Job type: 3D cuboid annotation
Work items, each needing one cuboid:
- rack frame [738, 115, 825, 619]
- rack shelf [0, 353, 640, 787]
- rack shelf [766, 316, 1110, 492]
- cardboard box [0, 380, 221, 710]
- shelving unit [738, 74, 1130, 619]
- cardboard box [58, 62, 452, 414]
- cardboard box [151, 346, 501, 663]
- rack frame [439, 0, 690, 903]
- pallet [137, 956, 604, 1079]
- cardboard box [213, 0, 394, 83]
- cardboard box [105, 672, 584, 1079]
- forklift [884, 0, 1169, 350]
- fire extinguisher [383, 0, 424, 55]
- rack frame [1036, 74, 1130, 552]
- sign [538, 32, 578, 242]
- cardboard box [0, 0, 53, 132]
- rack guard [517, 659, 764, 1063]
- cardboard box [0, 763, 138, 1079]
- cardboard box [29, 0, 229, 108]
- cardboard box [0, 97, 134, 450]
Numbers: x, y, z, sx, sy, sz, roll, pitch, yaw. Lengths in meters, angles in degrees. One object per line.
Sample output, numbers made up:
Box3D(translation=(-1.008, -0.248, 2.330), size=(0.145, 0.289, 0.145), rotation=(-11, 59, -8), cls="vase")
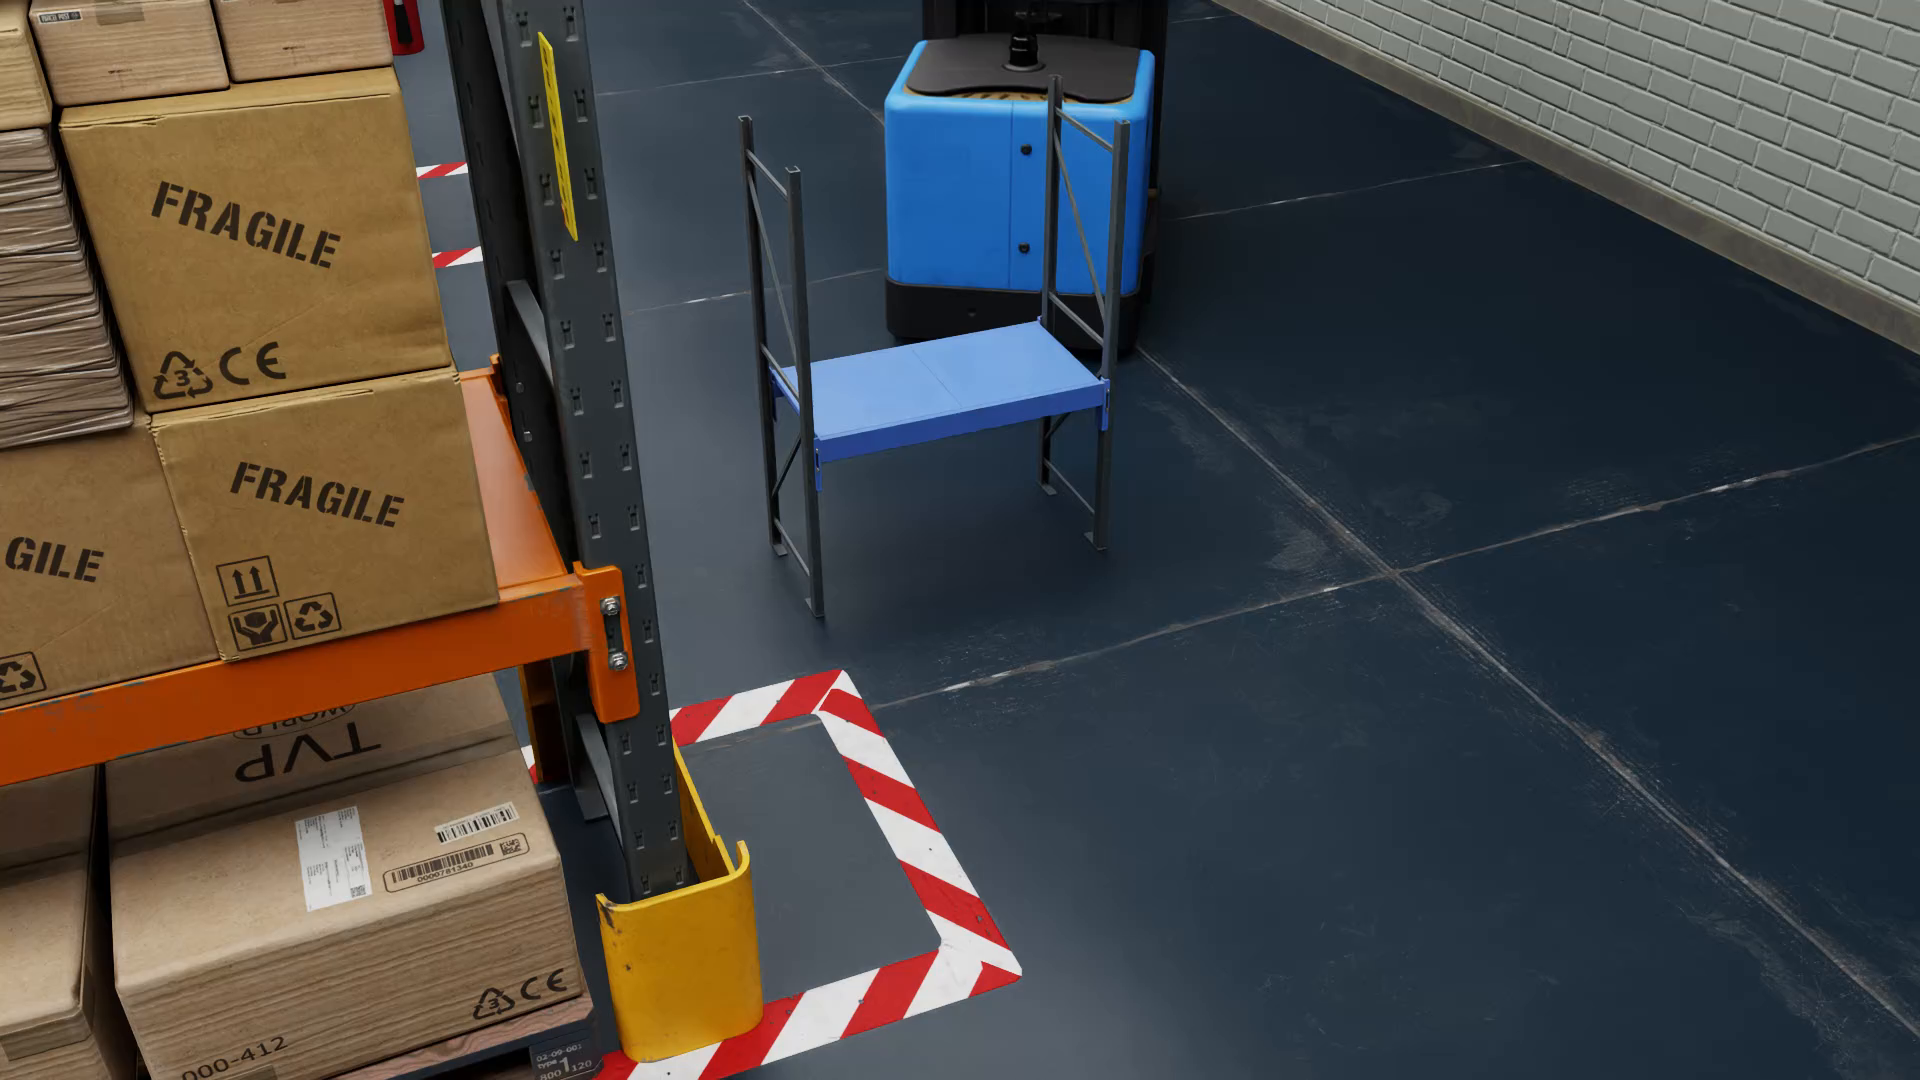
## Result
Box3D(translation=(-0.547, -0.503, 5.148), size=(0.032, 1.500, 0.500), rotation=(-13, 35, -19), cls="rack frame")
Box3D(translation=(-2.703, 0.372, 3.087), size=(4.000, 0.370, 1.077), rotation=(-13, 35, -19), cls="rack shelf")
Box3D(translation=(-0.079, -0.460, 5.411), size=(1.000, 0.185, 0.538), rotation=(-13, 35, -19), cls="rack shelf")
Box3D(translation=(-1.670, -0.060, 3.001), size=(0.500, 0.500, 0.500), rotation=(-14, 35, -20), cls="cardboard box")
Box3D(translation=(-0.079, -0.611, 5.313), size=(1.048, 1.500, 0.538), rotation=(-13, 35, -19), cls="shelving unit")
Box3D(translation=(-1.211, -0.591, 2.900), size=(0.500, 0.500, 0.500), rotation=(-12, 35, -17), cls="cardboard box")
Box3D(translation=(-1.201, -0.159, 3.152), size=(0.500, 0.500, 0.500), rotation=(-13, 35, -19), cls="cardboard box")
Box3D(translation=(-0.859, -0.352, 3.540), size=(0.127, 3.000, 1.000), rotation=(-13, 35, -19), cls="rack frame")
Box3D(translation=(-1.566, 1.025, 3.981), size=(1.213, 0.211, 1.003), rotation=(-13, 35, -19), cls="pallet")
Box3D(translation=(-1.112, -0.908, 2.792), size=(0.250, 0.149, 0.380), rotation=(-12, 35, -18), cls="cardboard box")
Box3D(translation=(-1.428, 0.736, 3.833), size=(0.875, 0.438, 0.875), rotation=(-14, 36, -21), cls="cardboard box")
Box3D(translation=(0.411, -2.793, 7.355), size=(1.130, 2.935, 3.031), rotation=(4, 33, 7), cls="forklift")
Box3D(translation=(-2.457, -2.452, 7.181), size=(0.183, 0.674, 0.296), rotation=(-13, 35, -19), cls="fire extinguisher")
Box3D(translation=(0.390, -0.718, 5.478), size=(0.032, 1.500, 0.500), rotation=(-13, 35, -19), cls="rack frame")
Box3D(translation=(-0.661, -0.660, 2.736), size=(0.005, 0.325, 0.100), rotation=(-13, 35, -19), cls="sign")
Box3D(translation=(-1.542, -0.746, 2.542), size=(0.250, 0.149, 0.380), rotation=(-13, 35, -19), cls="cardboard box")
Box3D(translation=(-0.837, 0.691, 4.230), size=(0.348, 0.500, 1.175), rotation=(-13, 35, -19), cls="rack guard")
Box3D(translation=(-2.269, 0.933, 3.529), size=(0.875, 0.438, 0.875), rotation=(-12, 35, -18), cls="cardboard box")
Box3D(translation=(-1.337, -0.842, 2.691), size=(0.250, 0.149, 0.380), rotation=(-12, 35, -18), cls="cardboard box")
Box3D(translation=(-1.682, -0.466, 2.707), size=(0.500, 0.500, 0.500), rotation=(-13, 35, -19), cls="cardboard box")
